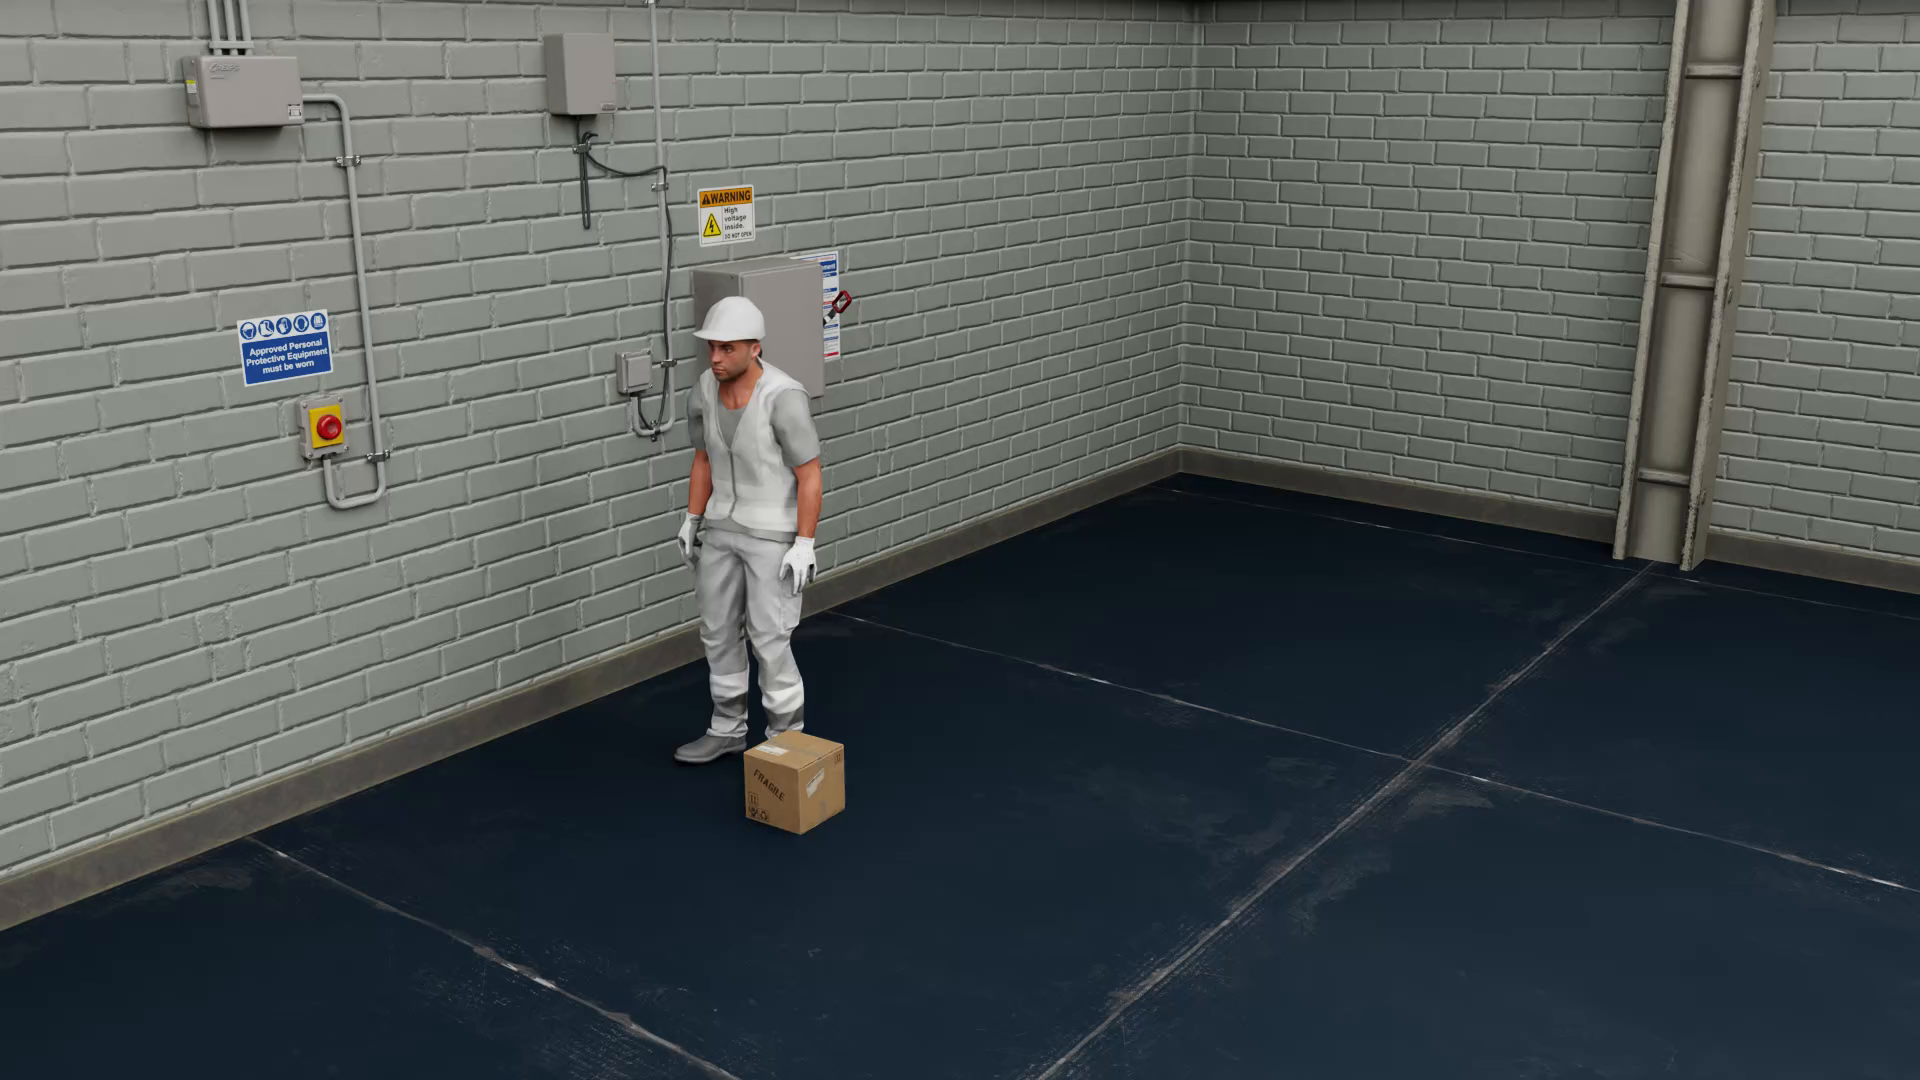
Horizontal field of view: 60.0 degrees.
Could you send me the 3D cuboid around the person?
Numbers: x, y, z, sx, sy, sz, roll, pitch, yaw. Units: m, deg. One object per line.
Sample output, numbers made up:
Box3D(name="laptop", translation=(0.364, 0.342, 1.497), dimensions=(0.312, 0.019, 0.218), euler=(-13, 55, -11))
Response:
Box3D(name="person", translation=(-0.771, -0.001, 6.017), dimensions=(0.610, 1.777, 0.451), euler=(11, 19, 32))
